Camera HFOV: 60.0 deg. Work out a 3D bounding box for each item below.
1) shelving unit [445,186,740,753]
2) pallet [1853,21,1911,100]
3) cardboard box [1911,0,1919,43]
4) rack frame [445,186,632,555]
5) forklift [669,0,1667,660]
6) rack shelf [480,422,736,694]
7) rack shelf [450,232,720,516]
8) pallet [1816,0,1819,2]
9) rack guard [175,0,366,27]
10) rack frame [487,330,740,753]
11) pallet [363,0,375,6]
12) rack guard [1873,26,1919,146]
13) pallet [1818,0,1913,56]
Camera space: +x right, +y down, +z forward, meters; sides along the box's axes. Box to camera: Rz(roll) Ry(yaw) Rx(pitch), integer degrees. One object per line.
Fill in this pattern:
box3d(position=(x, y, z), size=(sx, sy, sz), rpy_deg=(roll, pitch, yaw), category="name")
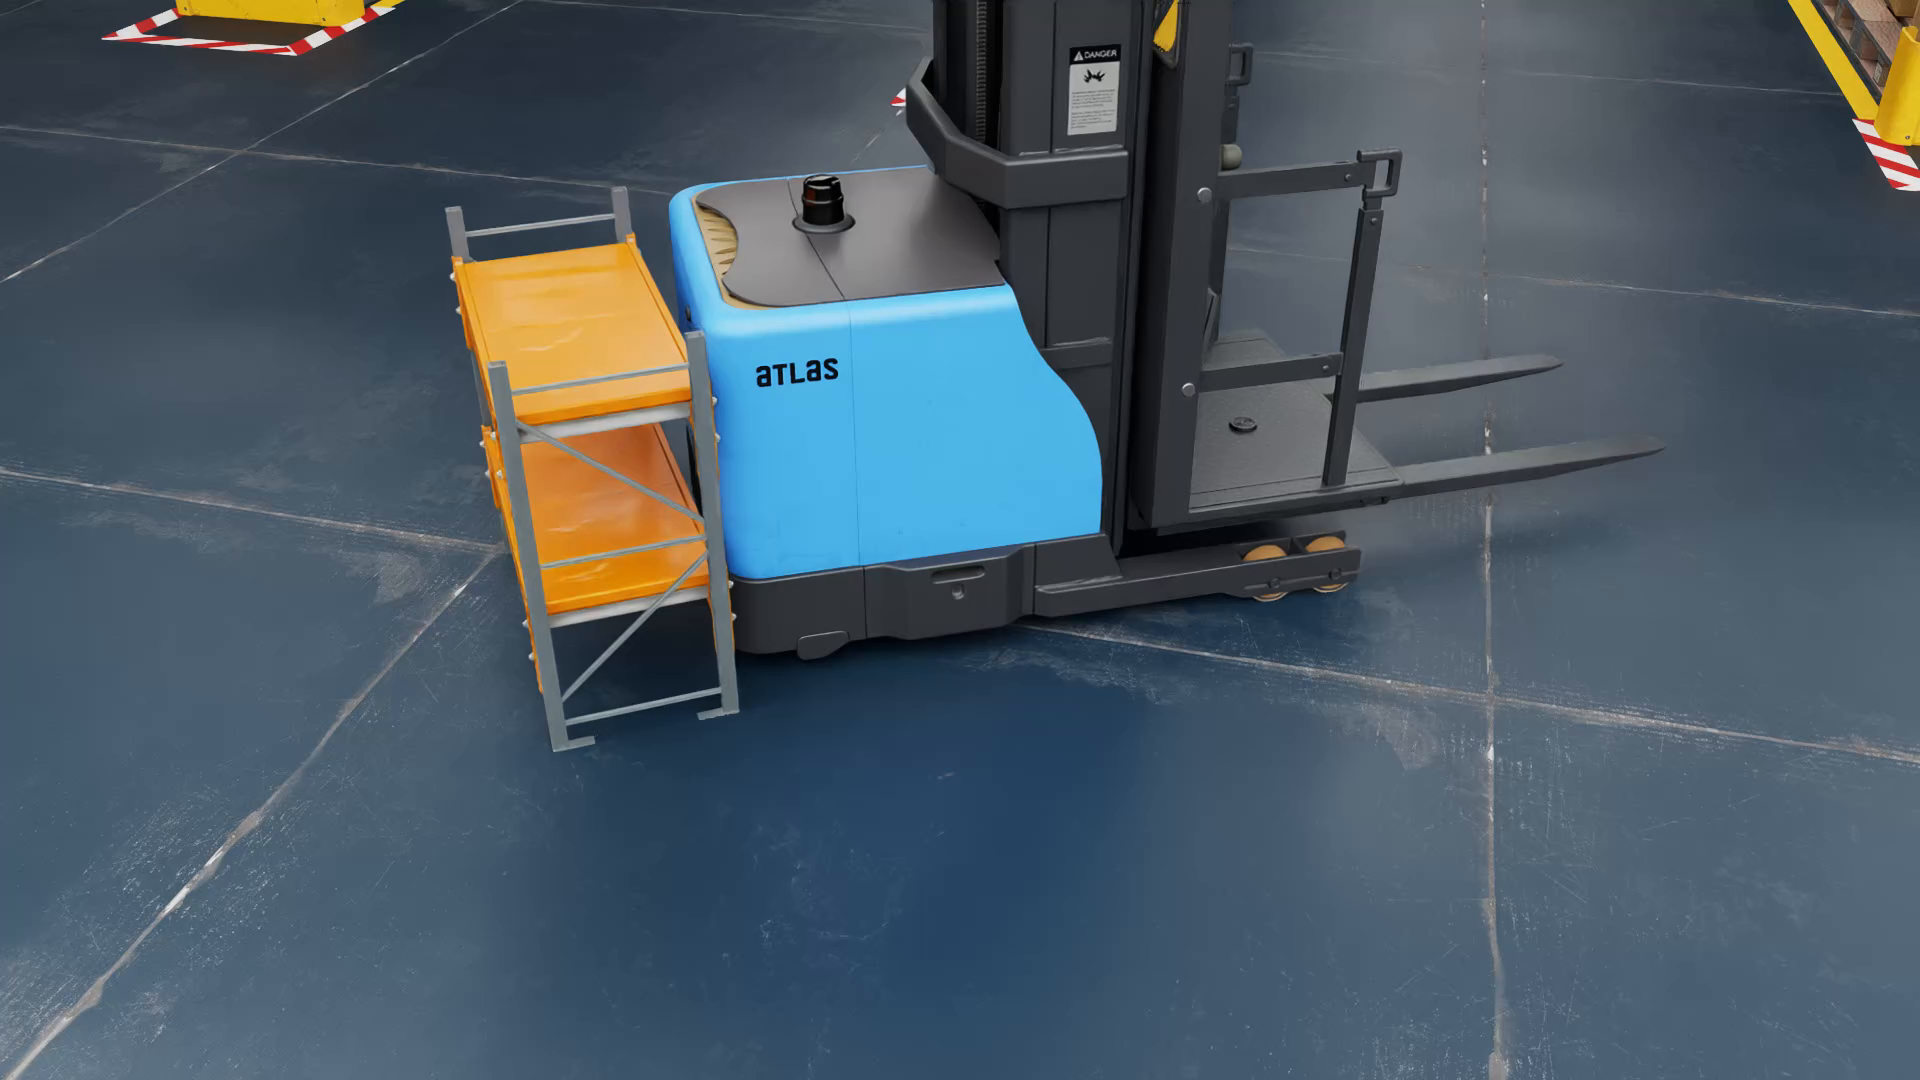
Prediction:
box3d(position=(-1.011, -0.225, 4.554), size=(0.538, 1.125, 1.048), rpy_deg=(-11, 34, -17), category="shelving unit")
box3d(position=(5.519, -2.519, 9.015), size=(1.003, 0.211, 1.213), rpy_deg=(8, 33, 12), category="pallet")
box3d(position=(5.553, -2.998, 9.109), size=(0.500, 0.500, 0.500), rpy_deg=(17, 36, 25), category="cardboard box")
box3d(position=(-1.183, -0.481, 4.958), size=(0.500, 1.125, 0.032), rpy_deg=(-11, 34, -17), category="rack frame")
box3d(position=(0.708, -1.320, 4.595), size=(3.031, 2.935, 1.130), rpy_deg=(-8, 33, -12), category="forklift")
box3d(position=(-1.011, -0.018, 4.686), size=(0.538, 0.278, 1.000), rpy_deg=(-11, 34, -17), category="rack shelf")
box3d(position=(-1.011, -0.472, 4.397), size=(0.538, 0.278, 1.000), rpy_deg=(-11, 34, -17), category="rack shelf")
box3d(position=(6.139, -3.785, 11.007), size=(1.003, 0.211, 1.213), rpy_deg=(8, 33, 12), category="pallet")
box3d(position=(-4.327, -3.523, 10.325), size=(1.175, 0.500, 0.348), rpy_deg=(8, 33, 12), category="rack guard")
box3d(position=(-0.839, 0.032, 4.151), size=(0.500, 1.125, 0.032), rpy_deg=(-11, 34, -17), category="rack frame")
box3d(position=(-4.168, -3.816, 11.056), size=(1.003, 0.211, 1.213), rpy_deg=(8, 33, 12), category="pallet")
box3d(position=(5.279, -2.224, 8.282), size=(1.175, 0.500, 0.348), rpy_deg=(8, 33, 12), category="rack guard")
box3d(position=(5.831, -3.150, 10.008), size=(1.003, 0.211, 1.213), rpy_deg=(8, 33, 12), category="pallet")
